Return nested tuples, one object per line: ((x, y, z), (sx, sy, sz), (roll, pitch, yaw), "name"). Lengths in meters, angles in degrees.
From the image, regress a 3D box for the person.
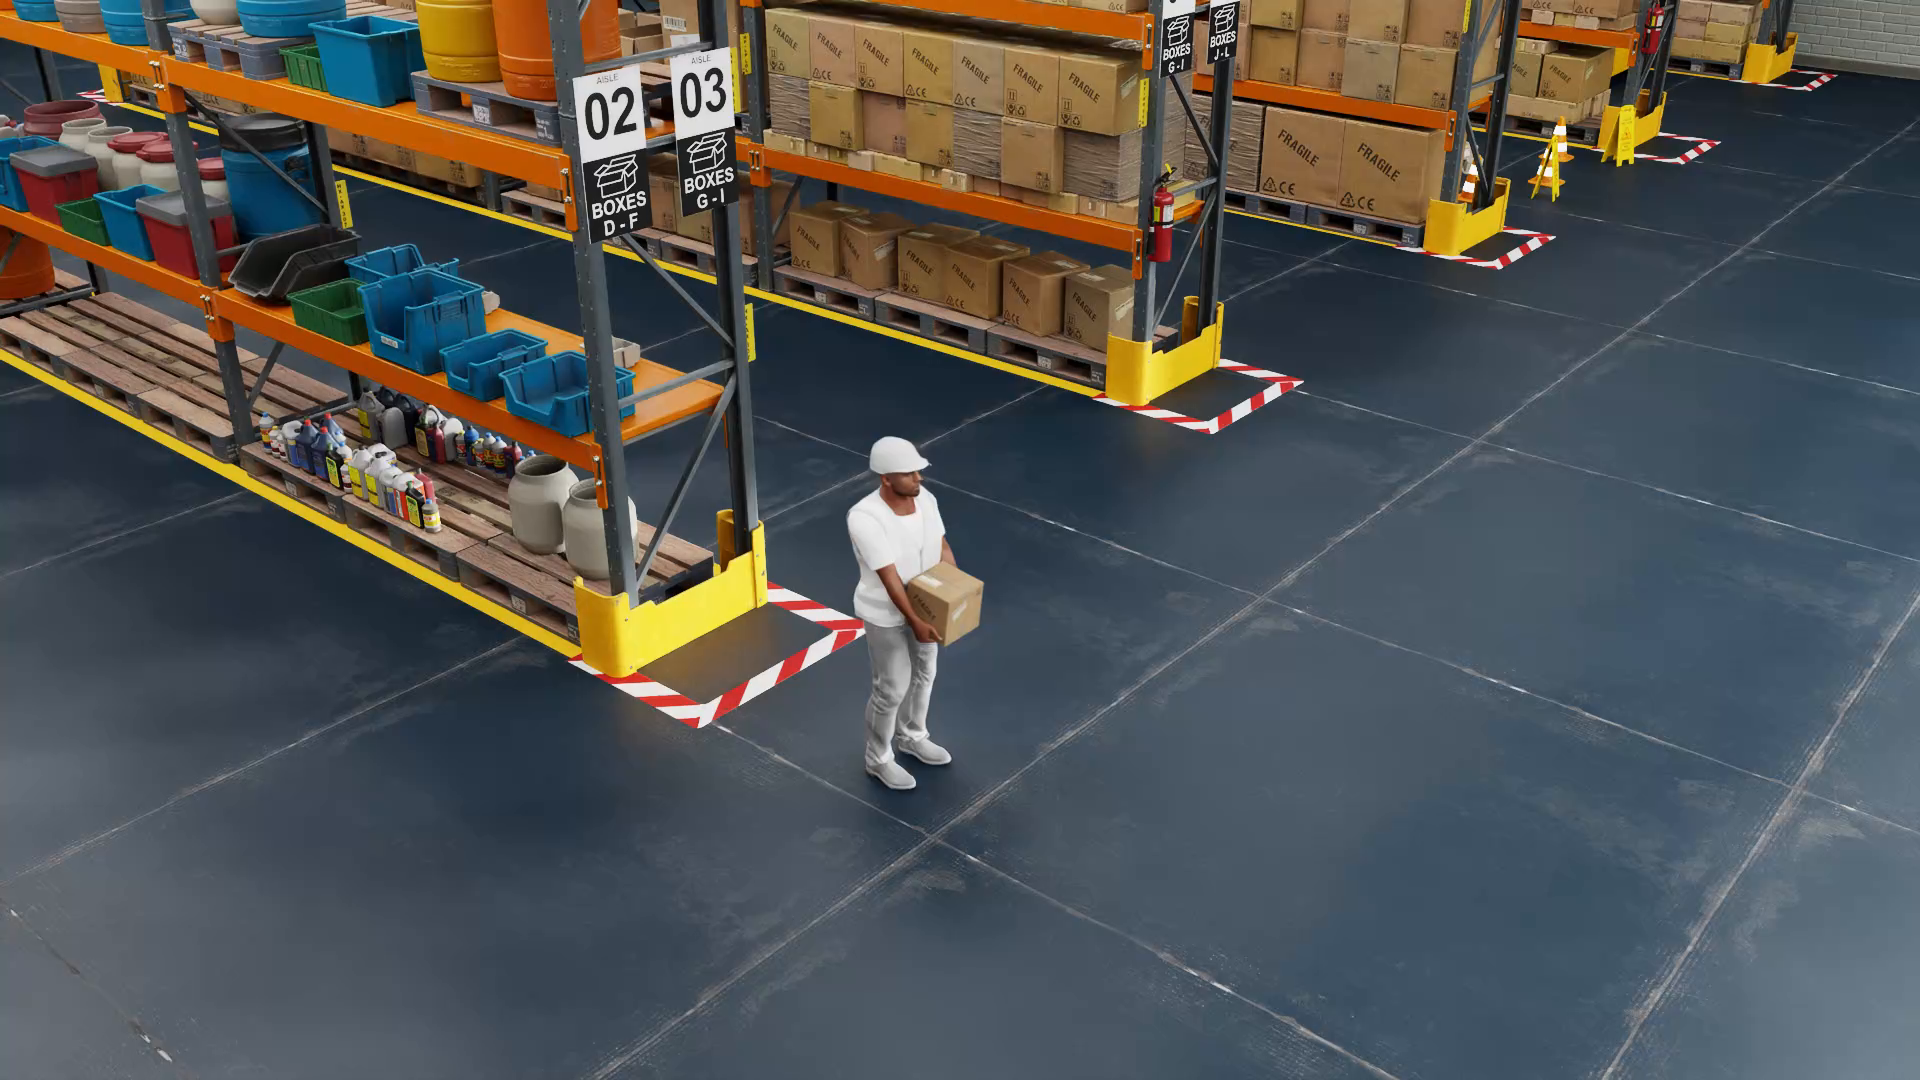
((-0.203, 0.361, 7.891), (0.559, 1.763, 0.505), (21, 34, 35), "person")
